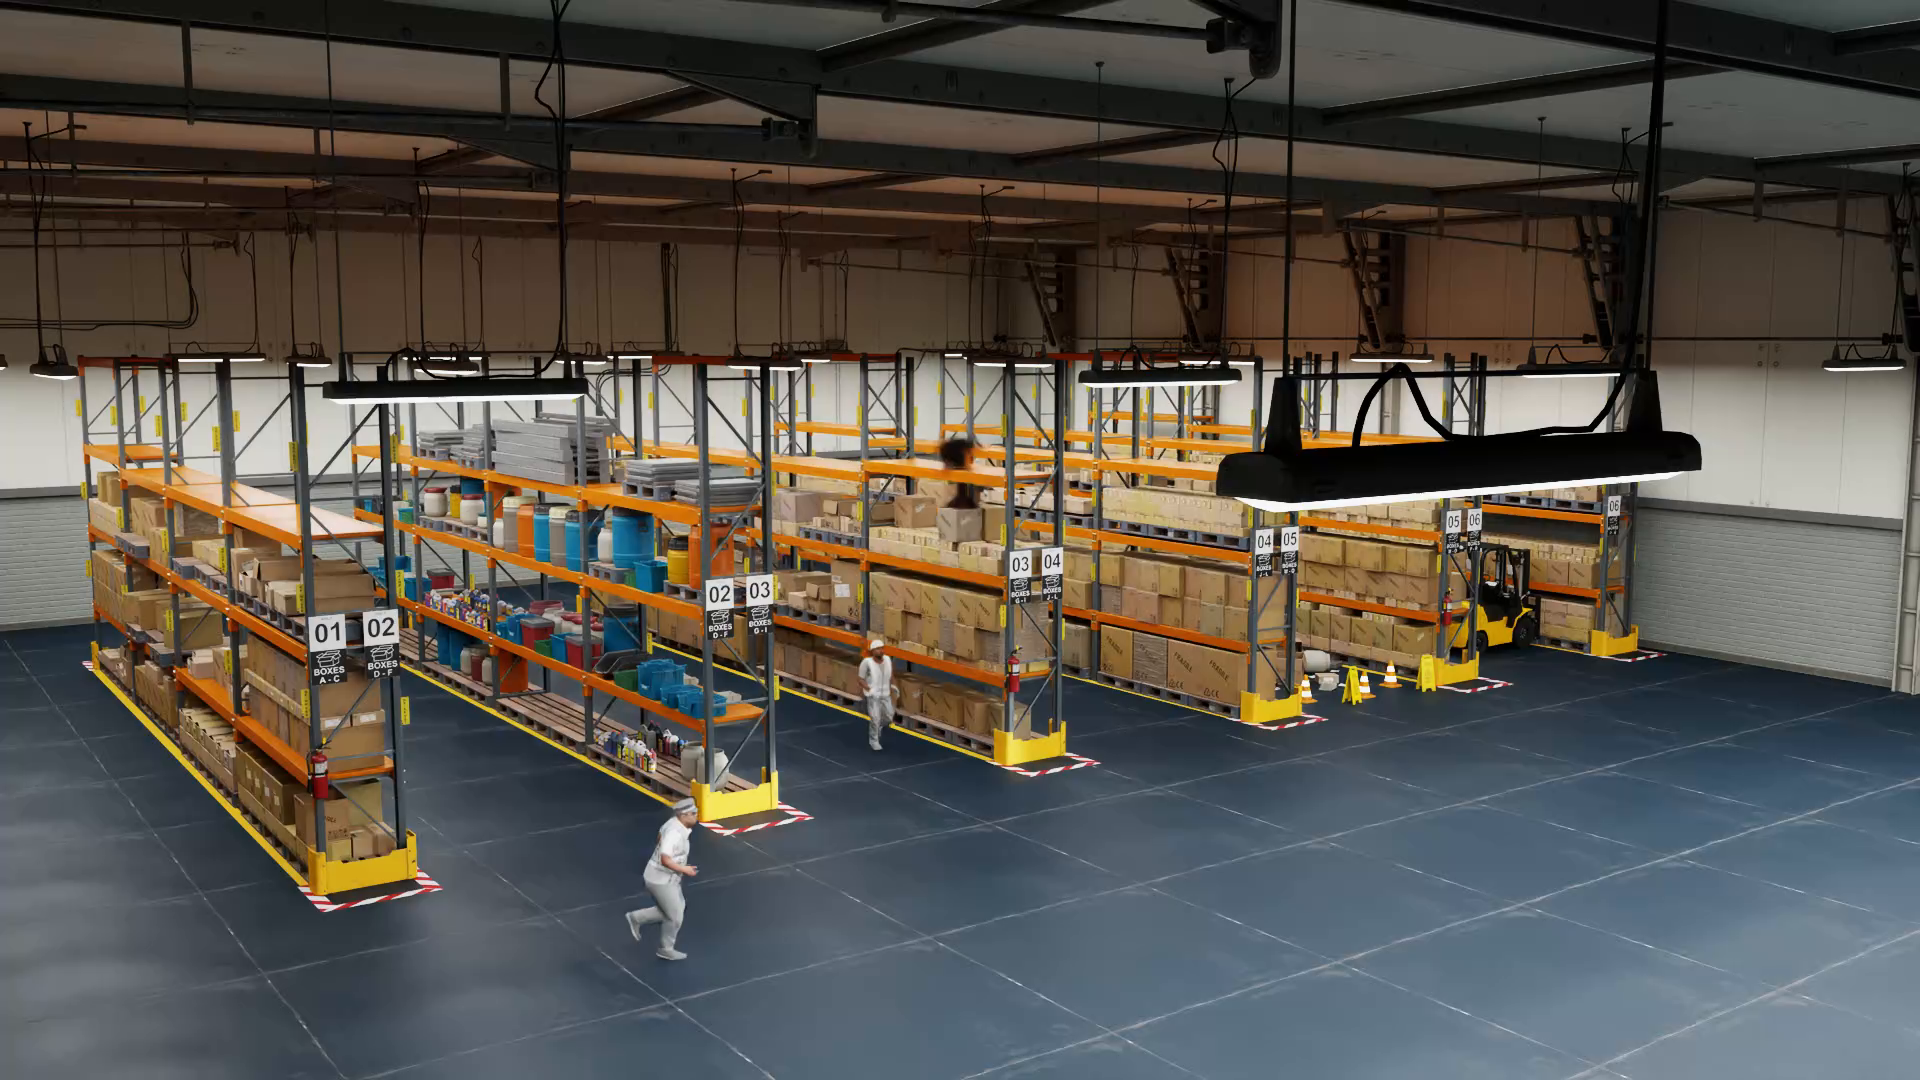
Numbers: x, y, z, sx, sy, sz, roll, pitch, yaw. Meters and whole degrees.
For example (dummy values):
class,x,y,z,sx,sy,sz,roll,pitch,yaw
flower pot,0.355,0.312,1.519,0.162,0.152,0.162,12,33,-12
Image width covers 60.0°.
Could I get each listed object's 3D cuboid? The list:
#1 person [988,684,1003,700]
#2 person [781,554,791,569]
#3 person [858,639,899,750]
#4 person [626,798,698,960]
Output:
class,x,y,z,sx,sy,sz,roll,pitch,yaw
person,0.823,1.991,28.879,0.720,1.717,0.644,5,8,35
person,-4.341,0.398,41.748,0.793,1.831,0.694,-5,9,-38
person,-1.255,2.379,25.596,0.680,1.724,0.646,-4,8,-31
person,-3.042,3.469,16.940,0.775,1.706,0.653,0,7,2
